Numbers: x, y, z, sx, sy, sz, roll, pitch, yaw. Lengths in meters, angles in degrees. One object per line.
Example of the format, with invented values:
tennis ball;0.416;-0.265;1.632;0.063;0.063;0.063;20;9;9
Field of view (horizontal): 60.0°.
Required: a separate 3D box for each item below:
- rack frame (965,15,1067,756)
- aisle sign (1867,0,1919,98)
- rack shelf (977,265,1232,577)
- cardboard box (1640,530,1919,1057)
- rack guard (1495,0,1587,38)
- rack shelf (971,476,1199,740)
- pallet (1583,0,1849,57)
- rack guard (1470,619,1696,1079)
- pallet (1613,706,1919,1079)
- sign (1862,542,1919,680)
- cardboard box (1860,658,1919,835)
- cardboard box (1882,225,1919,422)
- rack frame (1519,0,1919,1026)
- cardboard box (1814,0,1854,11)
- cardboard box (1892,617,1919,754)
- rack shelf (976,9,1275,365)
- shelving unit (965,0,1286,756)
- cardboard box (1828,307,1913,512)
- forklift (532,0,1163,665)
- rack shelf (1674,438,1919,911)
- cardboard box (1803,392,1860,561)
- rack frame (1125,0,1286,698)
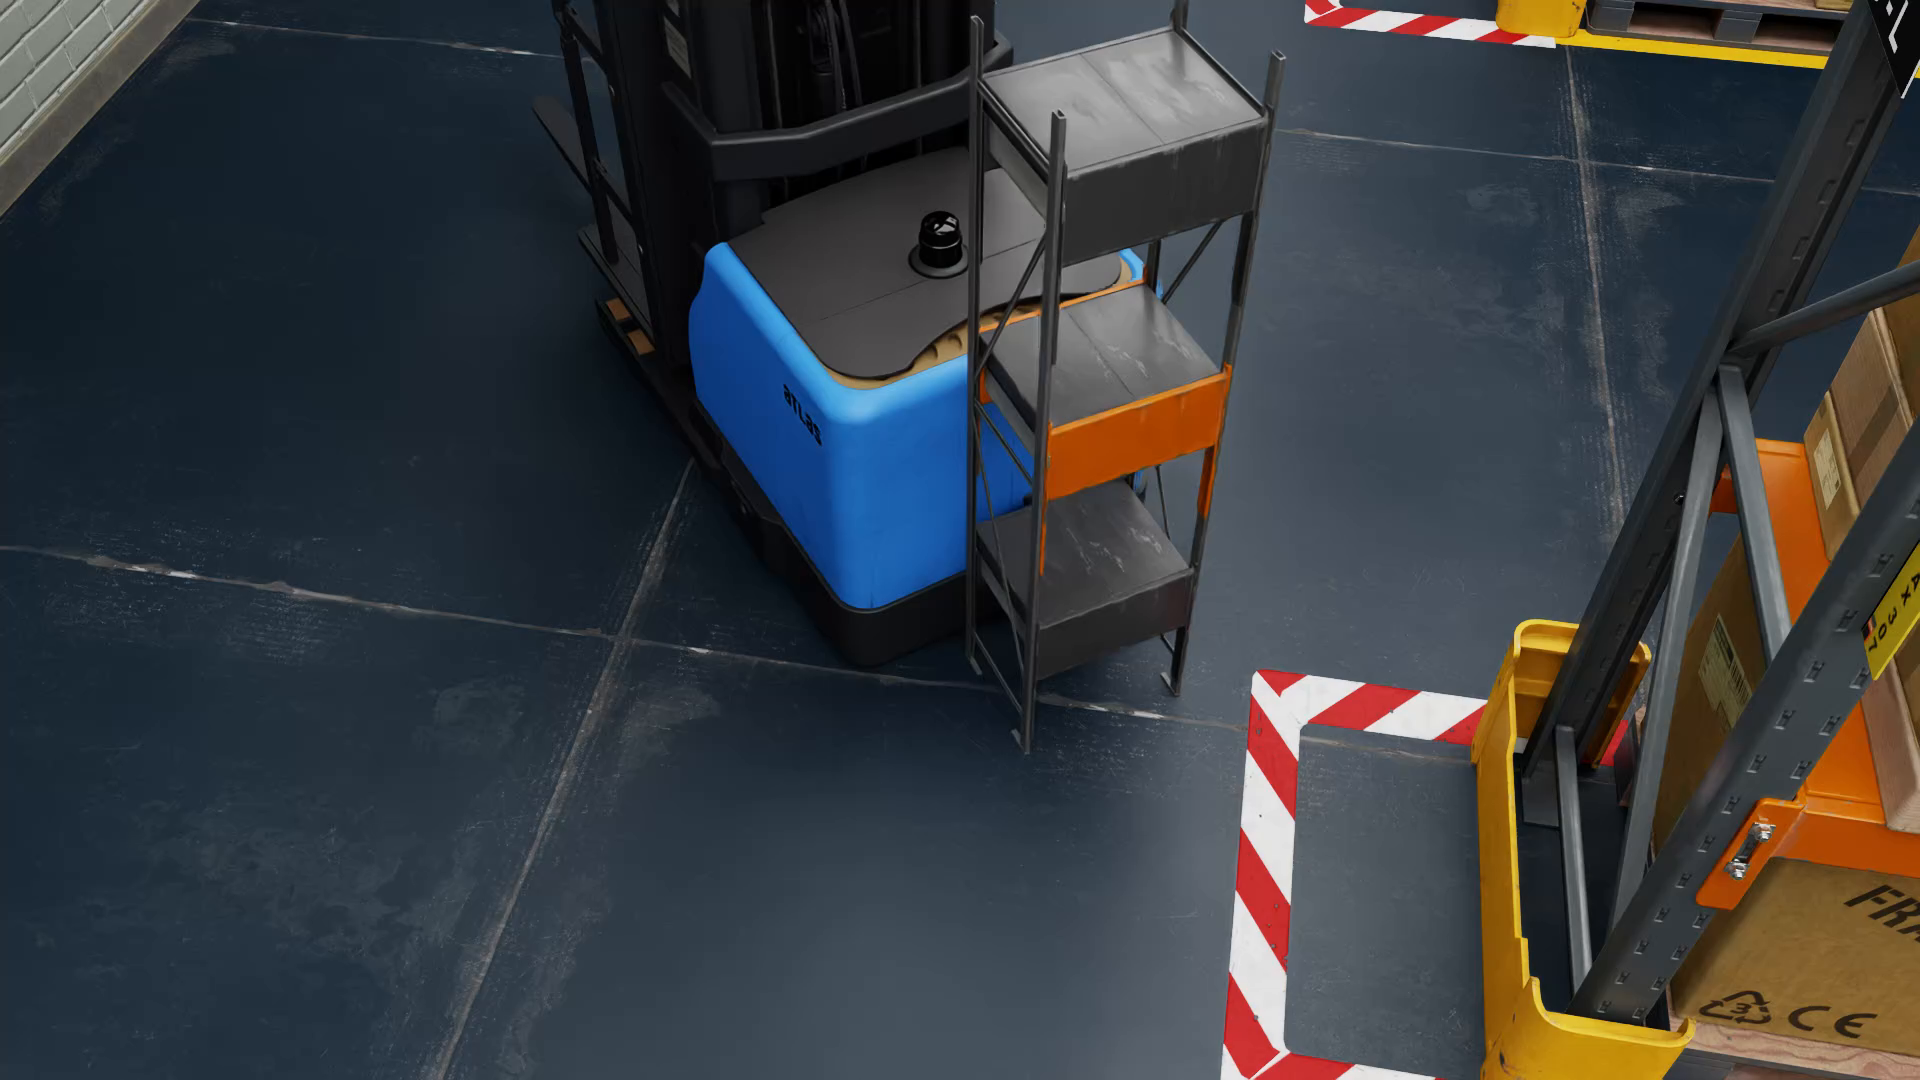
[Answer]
rack frame;0.109;-0.229;4.042;0.015;2.100;0.400;-19;51;-16
aisle sign;1.535;-1.111;2.484;0.004;0.787;0.394;8;49;7
rack shelf;0.330;-0.296;4.121;0.480;0.518;0.431;-19;51;-16
cardboard box;2.197;0.583;3.855;0.875;0.875;0.875;8;49;7
rack guard;2.609;-2.784;7.416;0.348;0.500;1.175;8;49;7
rack shelf;0.328;0.173;4.642;0.480;0.518;0.431;-19;51;-16
pallet;3.402;-2.554;7.403;1.213;0.211;1.003;8;49;7
rack guard;1.529;0.820;4.177;0.348;0.500;1.175;8;49;7
pallet;2.353;0.968;4.238;1.213;0.211;1.003;8;49;7
sign;1.448;0.077;2.529;0.005;0.325;0.100;8;49;7
cardboard box;1.843;0.360;3.079;0.250;0.149;0.380;8;49;7
cardboard box;2.079;-0.441;3.026;0.500;0.500;0.500;8;49;7
rack frame;1.553;-0.013;3.245;0.127;3.000;1.000;8;49;7
cardboard box;3.743;-2.397;7.022;0.250;0.149;0.380;8;49;7
cardboard box;1.977;0.199;2.955;0.500;0.250;0.500;7;48;6
rack shelf;0.332;-0.764;3.601;0.480;0.518;0.431;-19;51;-16
shelving unit;0.330;-0.305;4.111;0.503;2.100;0.431;-19;51;-16
cardboard box;2.077;-0.192;3.307;0.500;0.250;0.500;7;48;6
forklift;-0.617;-1.707;4.813;1.130;2.935;3.031;-24;52;-20
rack shelf;3.521;0.492;3.275;4.000;0.370;1.077;8;49;7
cardboard box;1.962;-0.123;3.512;0.250;0.149;0.380;9;49;8
rack frame;0.551;-0.381;4.181;0.015;2.100;0.400;-19;51;-16
